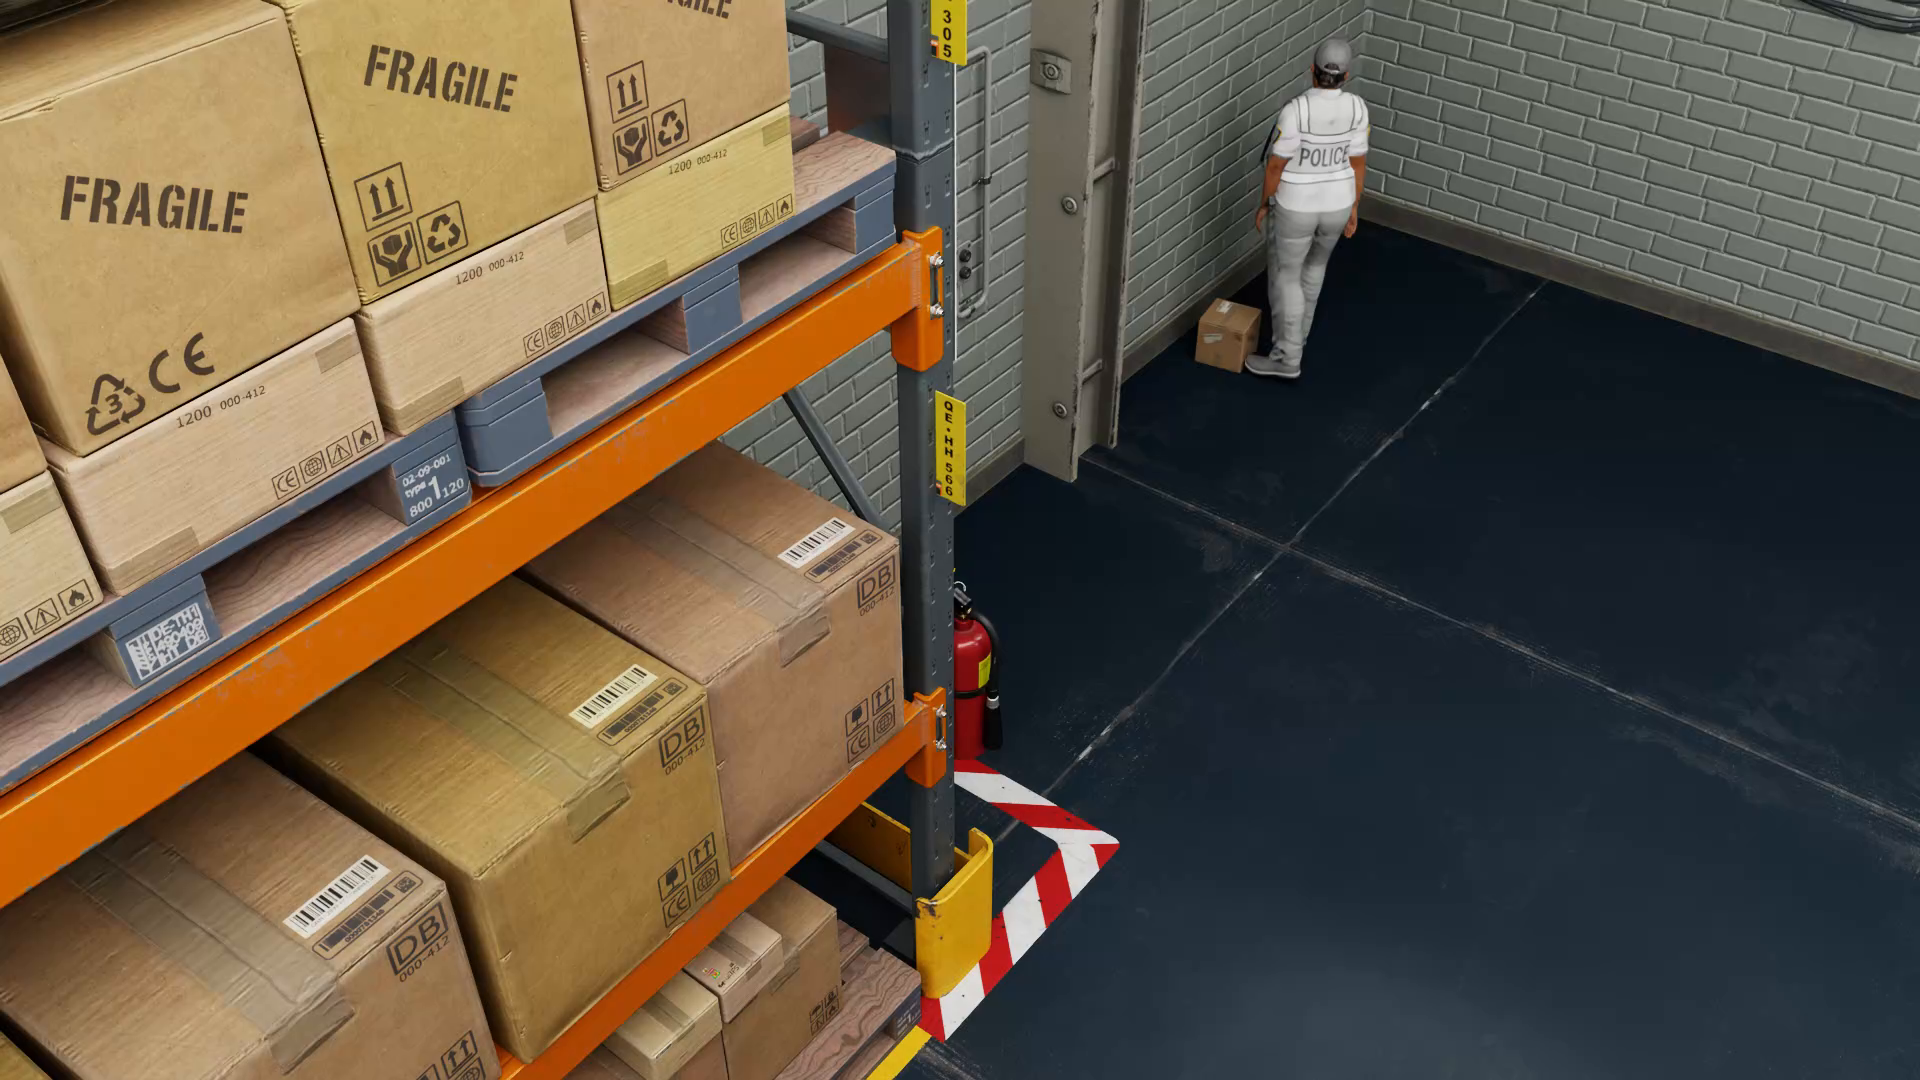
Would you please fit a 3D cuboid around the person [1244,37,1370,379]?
[{"bbox_3d":[1.685,-1.610,8.132,0.547,1.659,0.585,-12,41,-14],"label":"person"}]
